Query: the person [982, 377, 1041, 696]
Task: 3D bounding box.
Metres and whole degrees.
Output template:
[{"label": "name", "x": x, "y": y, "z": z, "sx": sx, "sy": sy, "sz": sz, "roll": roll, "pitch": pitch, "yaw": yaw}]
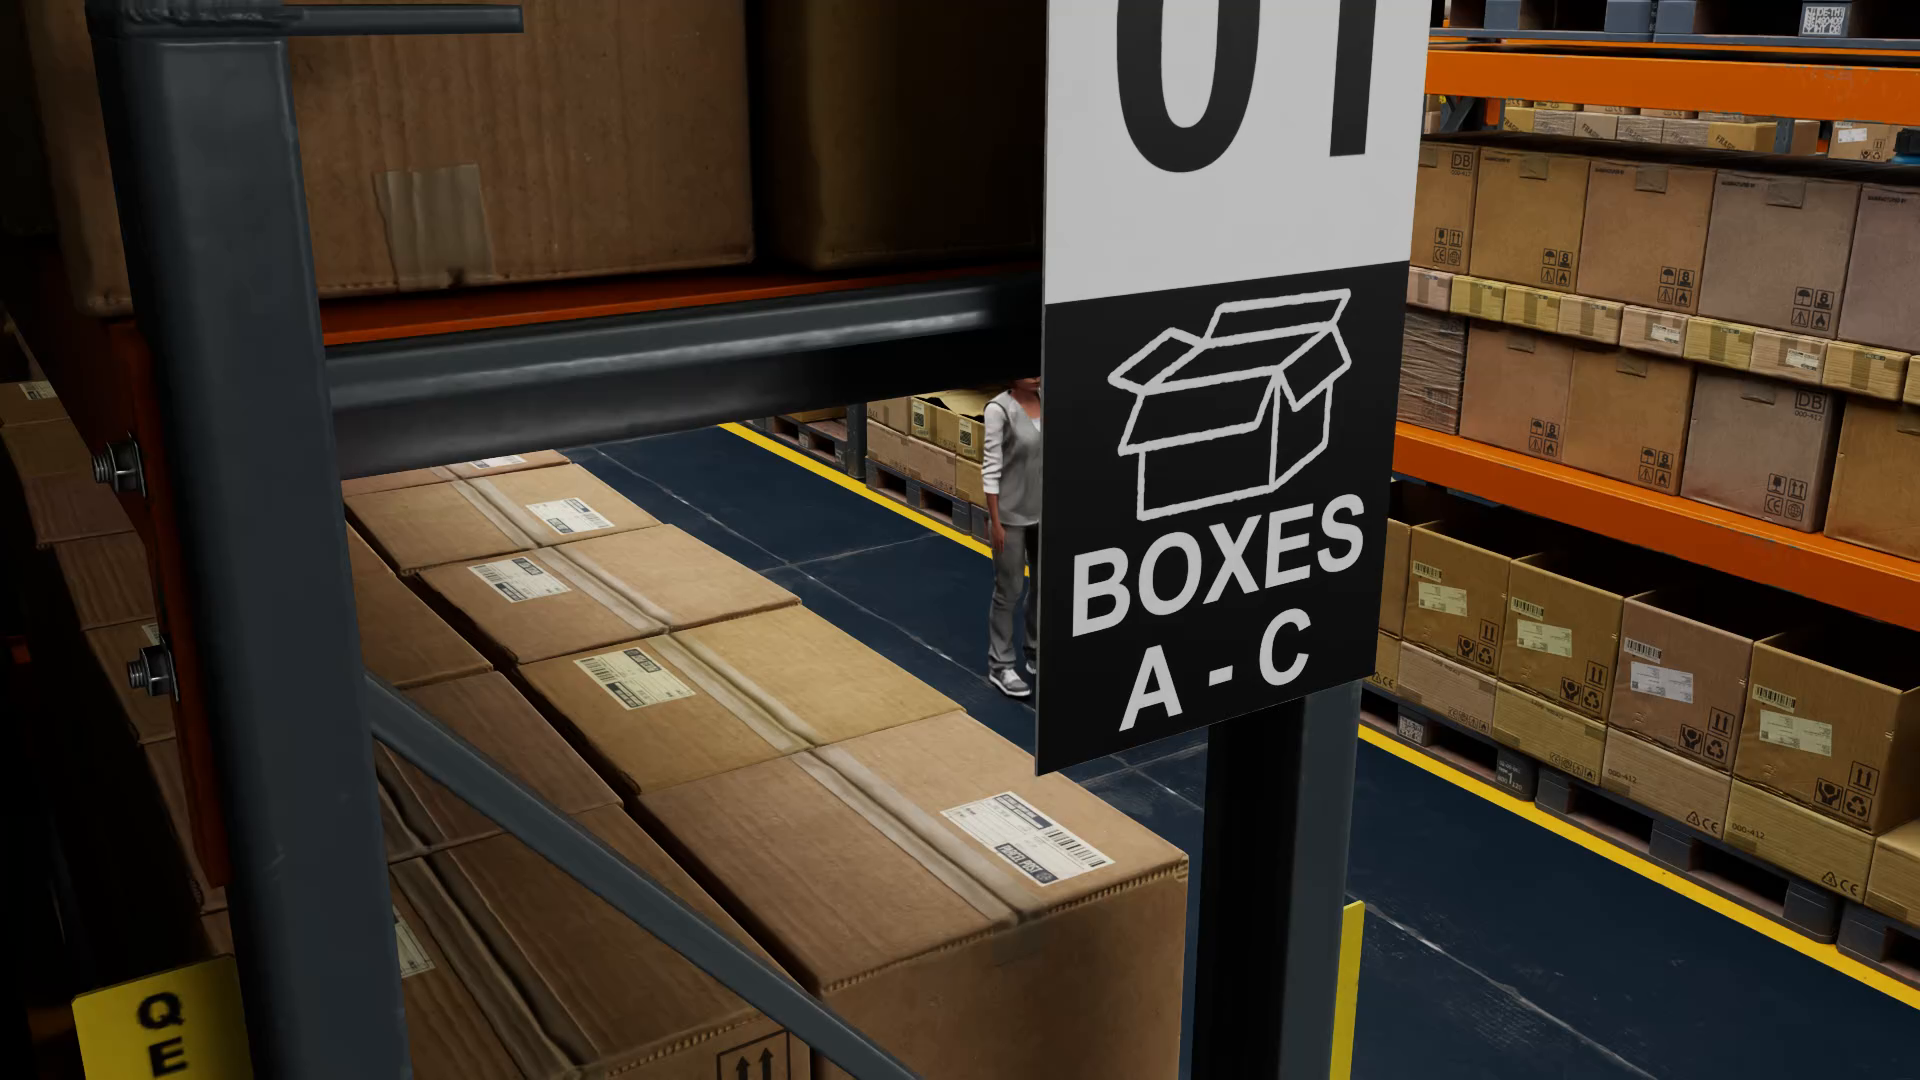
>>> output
[{"label": "person", "x": 0.291, "y": -0.089, "z": 7.324, "sx": 0.433, "sy": 1.622, "sz": 0.312, "roll": -12, "pitch": 22, "yaw": -32}]
